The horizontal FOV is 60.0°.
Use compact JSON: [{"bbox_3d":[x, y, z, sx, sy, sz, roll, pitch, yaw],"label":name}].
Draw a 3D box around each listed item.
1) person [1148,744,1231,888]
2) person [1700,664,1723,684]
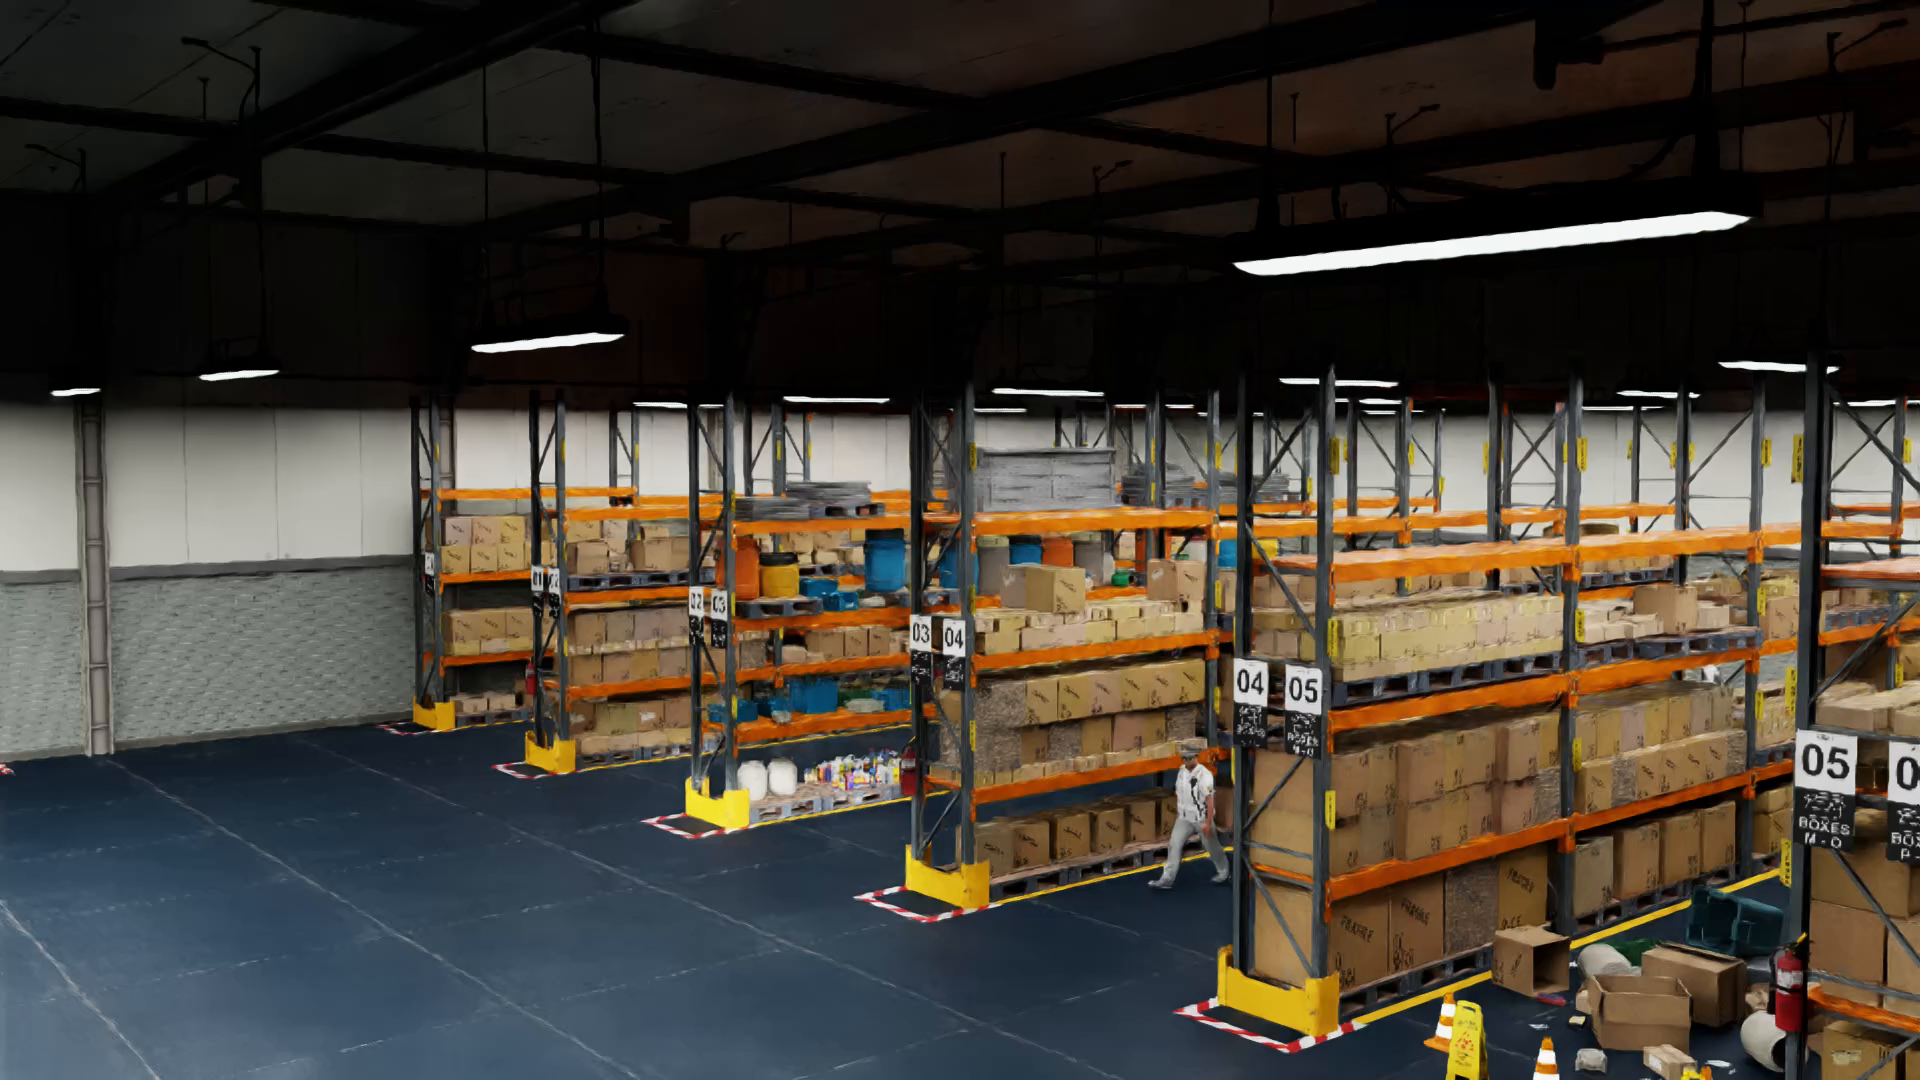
[{"bbox_3d":[2.699,3.174,19.200,1.108,1.673,0.540,-3,5,-42],"label":"person"},{"bbox_3d":[12.272,2.660,27.095,0.505,1.788,0.640,1,4,21],"label":"person"}]
